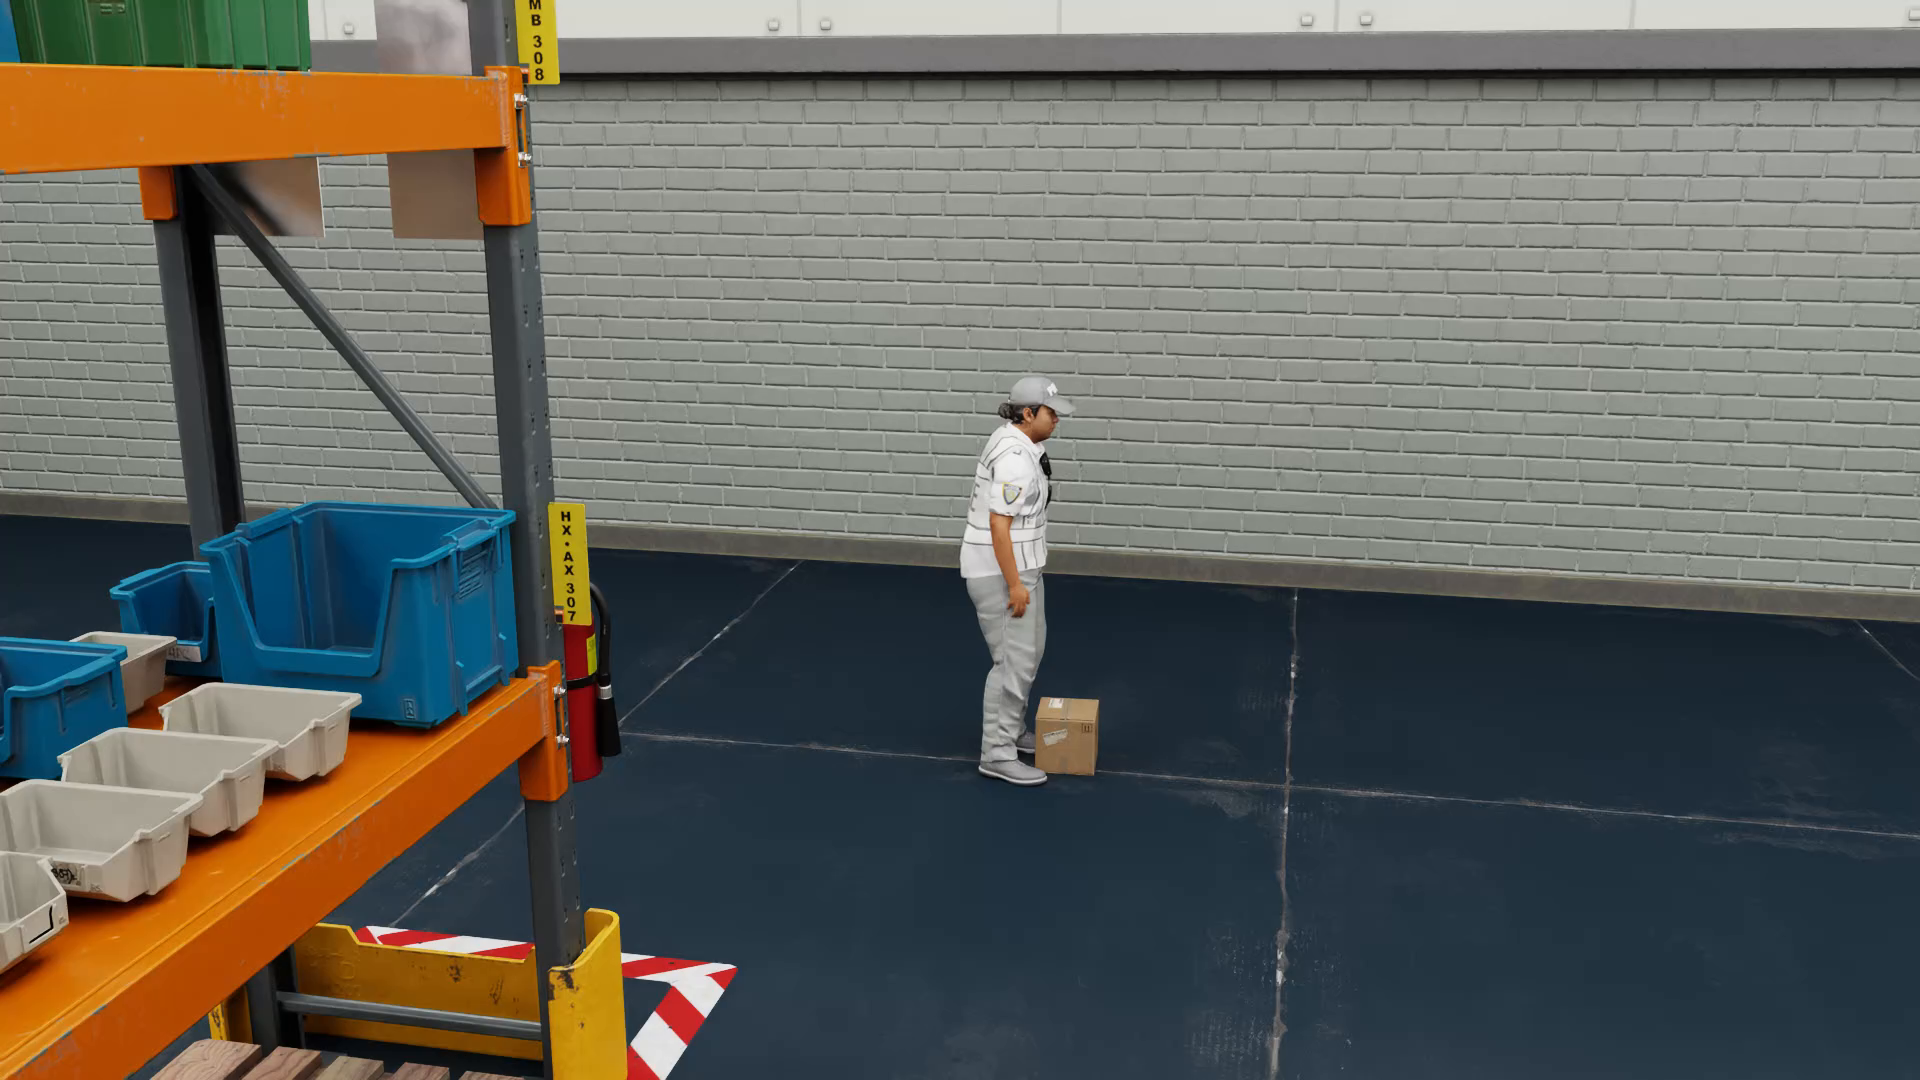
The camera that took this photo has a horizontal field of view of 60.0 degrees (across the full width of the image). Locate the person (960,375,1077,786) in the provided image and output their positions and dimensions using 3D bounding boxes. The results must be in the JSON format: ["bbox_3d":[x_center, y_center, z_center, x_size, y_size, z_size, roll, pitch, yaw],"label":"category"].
[{"bbox_3d":[0.241,0.144,6.954,0.468,1.666,0.564,2,15,8],"label":"person"}]
